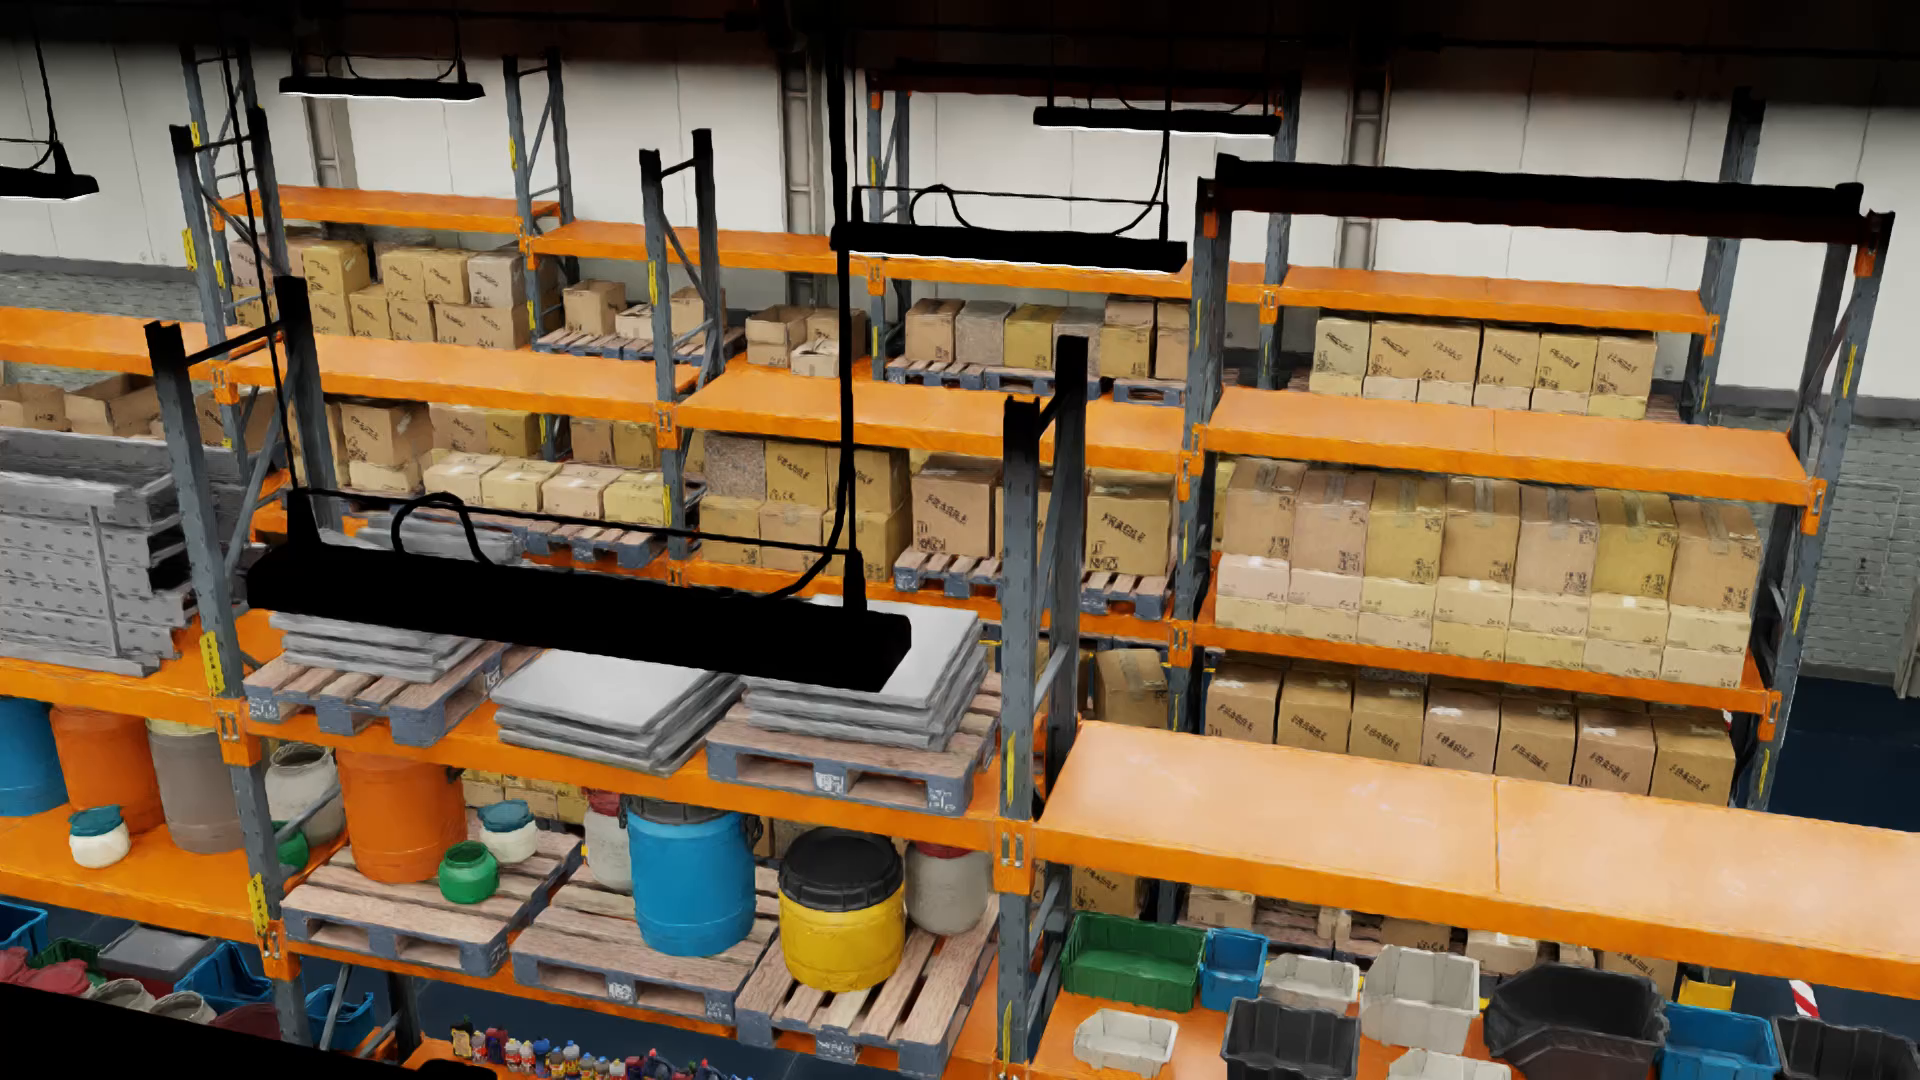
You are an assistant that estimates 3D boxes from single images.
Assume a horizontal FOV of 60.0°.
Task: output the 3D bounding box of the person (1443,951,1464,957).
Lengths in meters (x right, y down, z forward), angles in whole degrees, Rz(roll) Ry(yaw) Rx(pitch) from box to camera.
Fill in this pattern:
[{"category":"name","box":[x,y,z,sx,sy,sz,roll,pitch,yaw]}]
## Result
[{"category":"person","box":[3.009,3.347,10.508,0.564,1.668,0.523,14,26,31]}]
